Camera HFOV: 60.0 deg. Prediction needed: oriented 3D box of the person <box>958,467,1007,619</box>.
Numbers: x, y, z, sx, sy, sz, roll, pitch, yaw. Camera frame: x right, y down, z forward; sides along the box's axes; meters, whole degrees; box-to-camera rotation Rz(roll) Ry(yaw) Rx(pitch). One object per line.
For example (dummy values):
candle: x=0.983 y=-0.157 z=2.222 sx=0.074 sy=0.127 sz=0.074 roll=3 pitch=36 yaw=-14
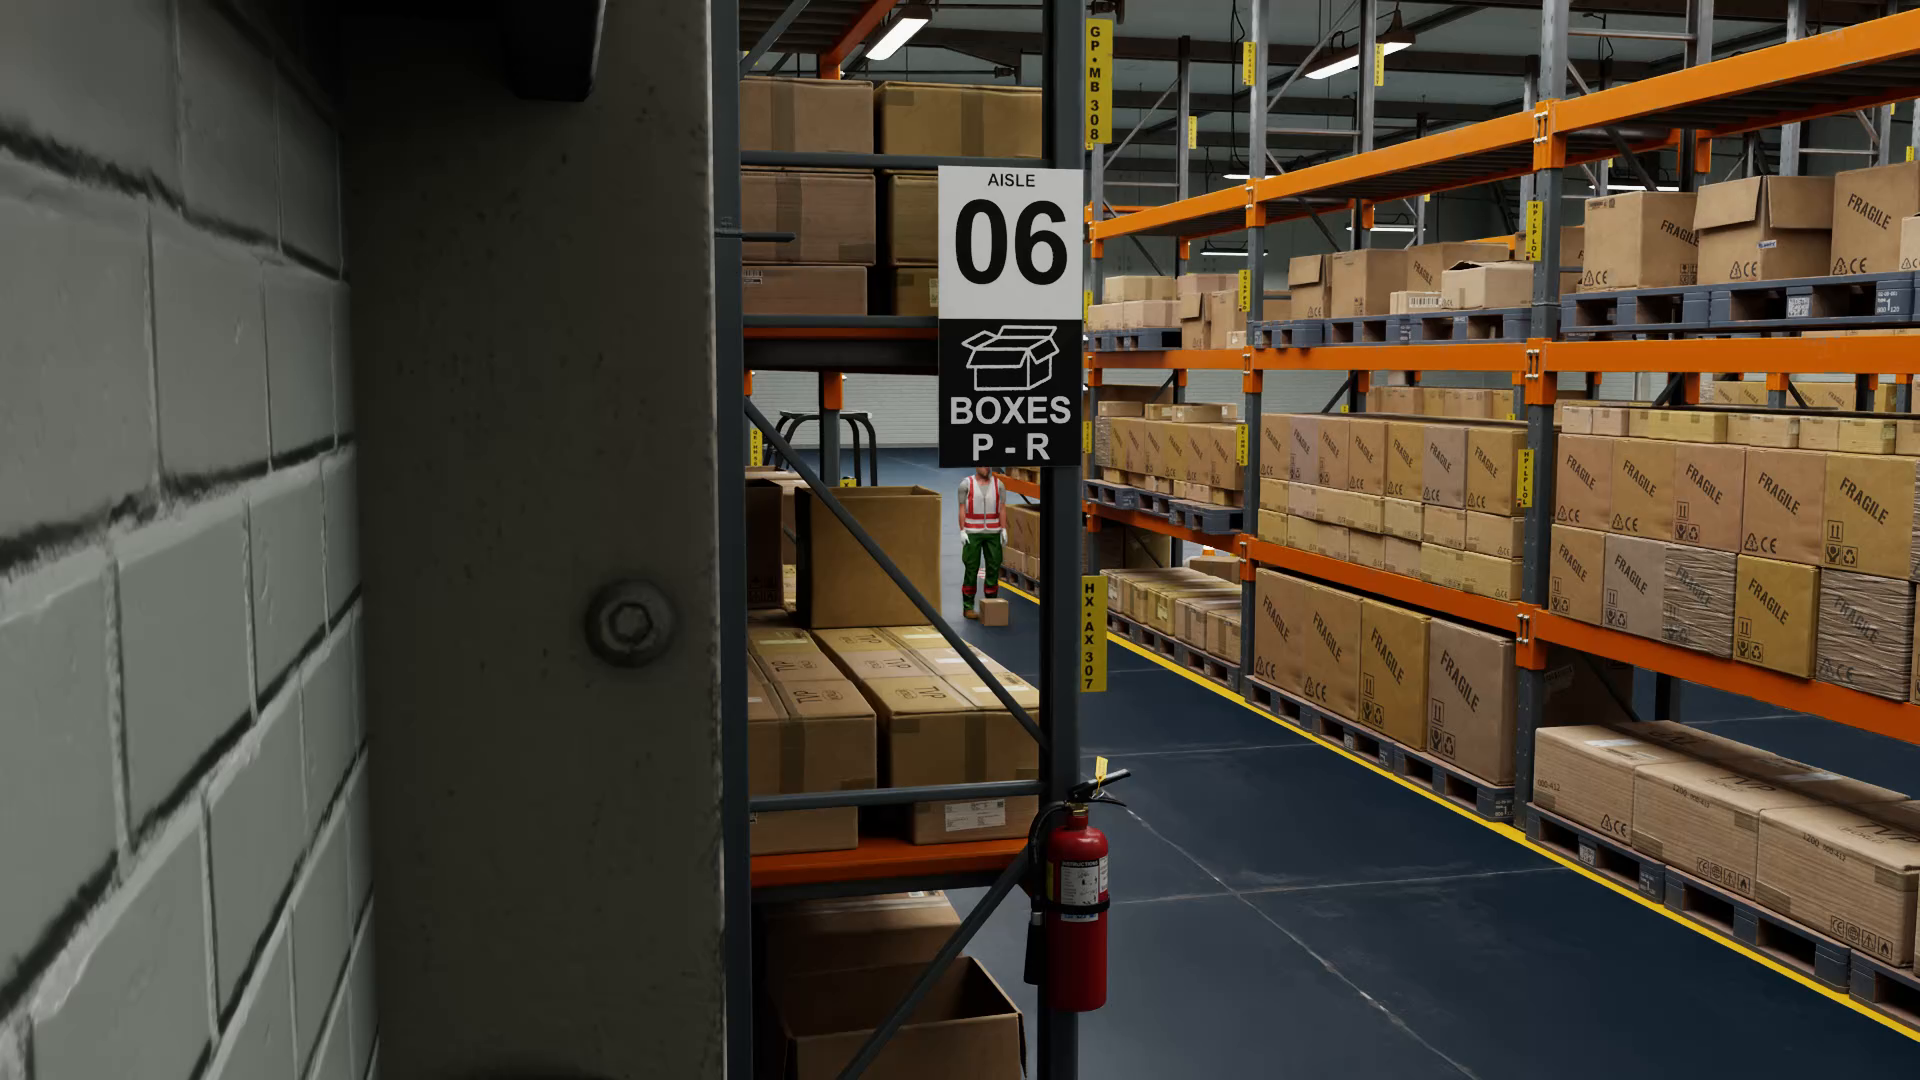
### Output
person: x=0.244 y=-0.064 z=17.624 sx=0.526 sy=1.783 sz=0.340 roll=-2 pitch=6 yaw=-14
